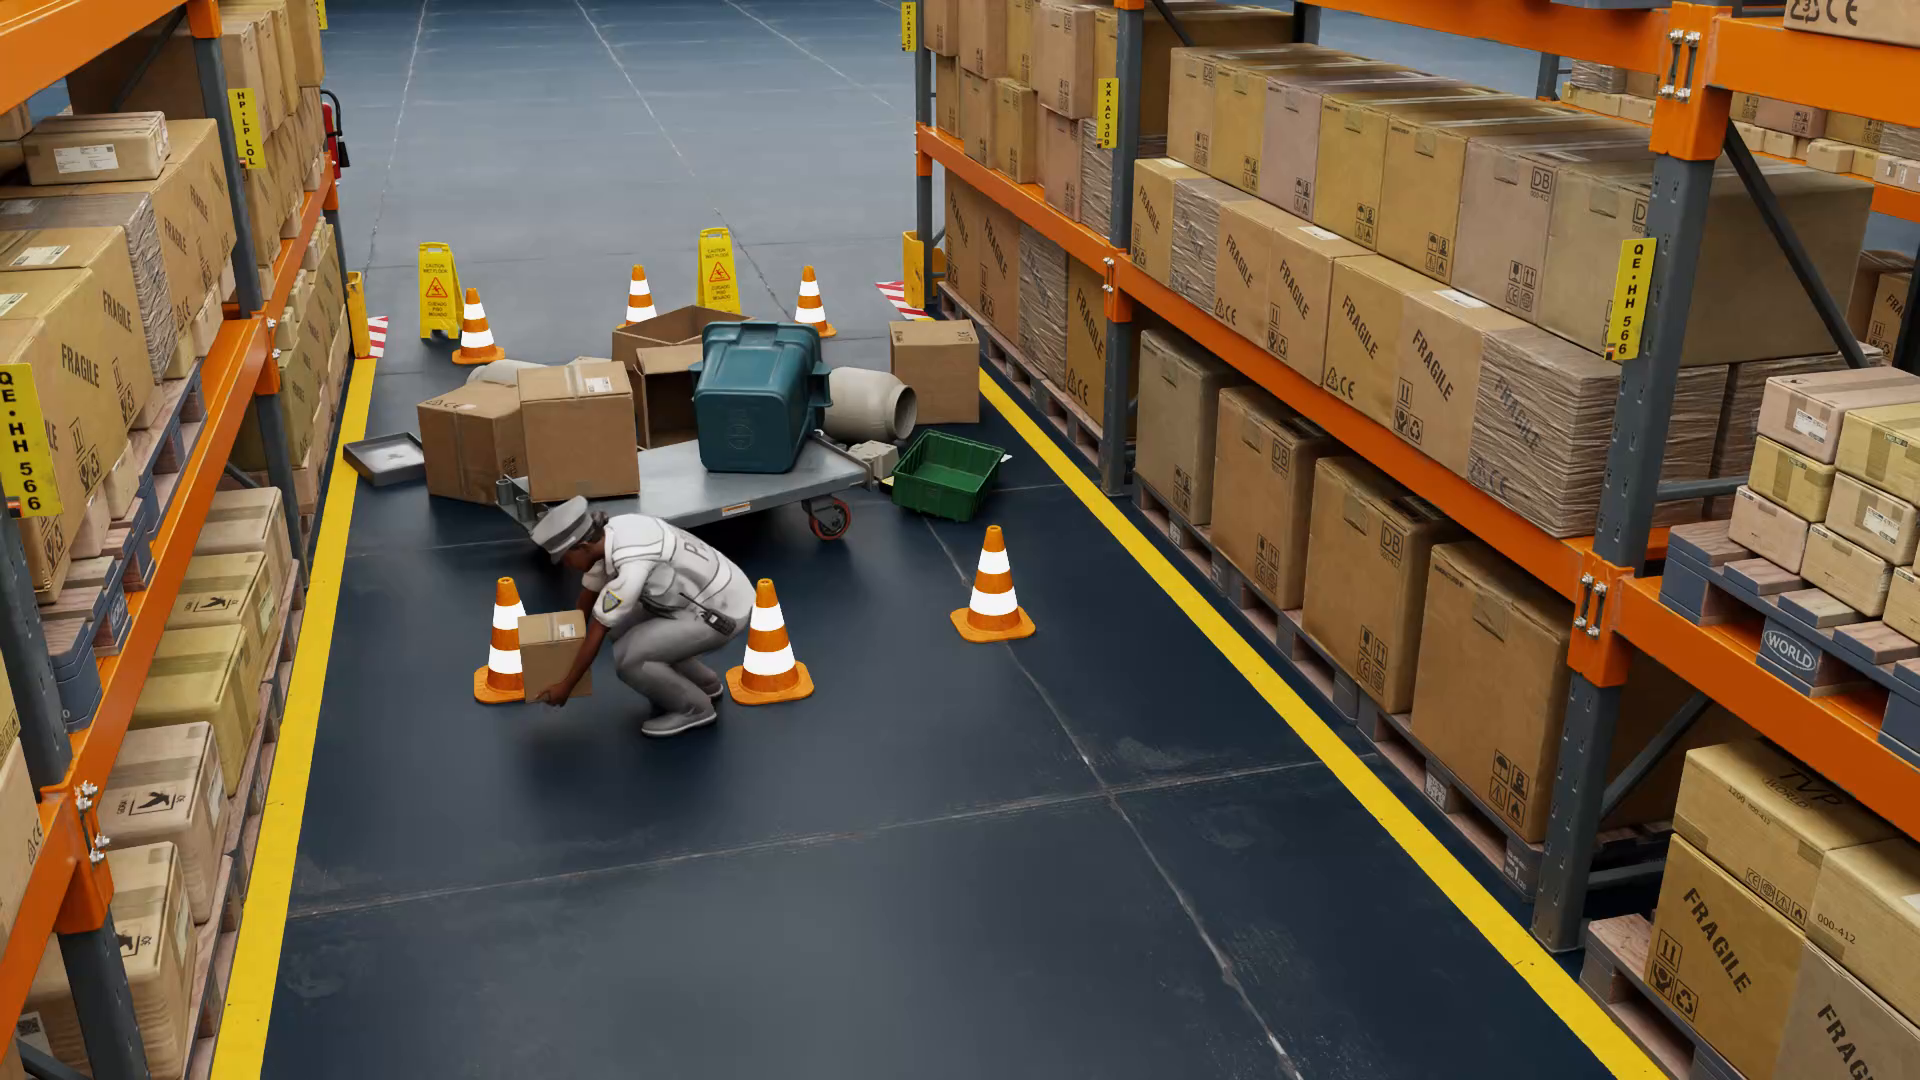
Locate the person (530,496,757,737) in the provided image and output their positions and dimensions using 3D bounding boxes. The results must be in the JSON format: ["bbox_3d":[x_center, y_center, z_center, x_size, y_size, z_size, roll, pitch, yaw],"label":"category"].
[{"bbox_3d":[-1.214,0.266,6.370,0.867,0.976,0.460,-7,24,-16],"label":"person"}]
